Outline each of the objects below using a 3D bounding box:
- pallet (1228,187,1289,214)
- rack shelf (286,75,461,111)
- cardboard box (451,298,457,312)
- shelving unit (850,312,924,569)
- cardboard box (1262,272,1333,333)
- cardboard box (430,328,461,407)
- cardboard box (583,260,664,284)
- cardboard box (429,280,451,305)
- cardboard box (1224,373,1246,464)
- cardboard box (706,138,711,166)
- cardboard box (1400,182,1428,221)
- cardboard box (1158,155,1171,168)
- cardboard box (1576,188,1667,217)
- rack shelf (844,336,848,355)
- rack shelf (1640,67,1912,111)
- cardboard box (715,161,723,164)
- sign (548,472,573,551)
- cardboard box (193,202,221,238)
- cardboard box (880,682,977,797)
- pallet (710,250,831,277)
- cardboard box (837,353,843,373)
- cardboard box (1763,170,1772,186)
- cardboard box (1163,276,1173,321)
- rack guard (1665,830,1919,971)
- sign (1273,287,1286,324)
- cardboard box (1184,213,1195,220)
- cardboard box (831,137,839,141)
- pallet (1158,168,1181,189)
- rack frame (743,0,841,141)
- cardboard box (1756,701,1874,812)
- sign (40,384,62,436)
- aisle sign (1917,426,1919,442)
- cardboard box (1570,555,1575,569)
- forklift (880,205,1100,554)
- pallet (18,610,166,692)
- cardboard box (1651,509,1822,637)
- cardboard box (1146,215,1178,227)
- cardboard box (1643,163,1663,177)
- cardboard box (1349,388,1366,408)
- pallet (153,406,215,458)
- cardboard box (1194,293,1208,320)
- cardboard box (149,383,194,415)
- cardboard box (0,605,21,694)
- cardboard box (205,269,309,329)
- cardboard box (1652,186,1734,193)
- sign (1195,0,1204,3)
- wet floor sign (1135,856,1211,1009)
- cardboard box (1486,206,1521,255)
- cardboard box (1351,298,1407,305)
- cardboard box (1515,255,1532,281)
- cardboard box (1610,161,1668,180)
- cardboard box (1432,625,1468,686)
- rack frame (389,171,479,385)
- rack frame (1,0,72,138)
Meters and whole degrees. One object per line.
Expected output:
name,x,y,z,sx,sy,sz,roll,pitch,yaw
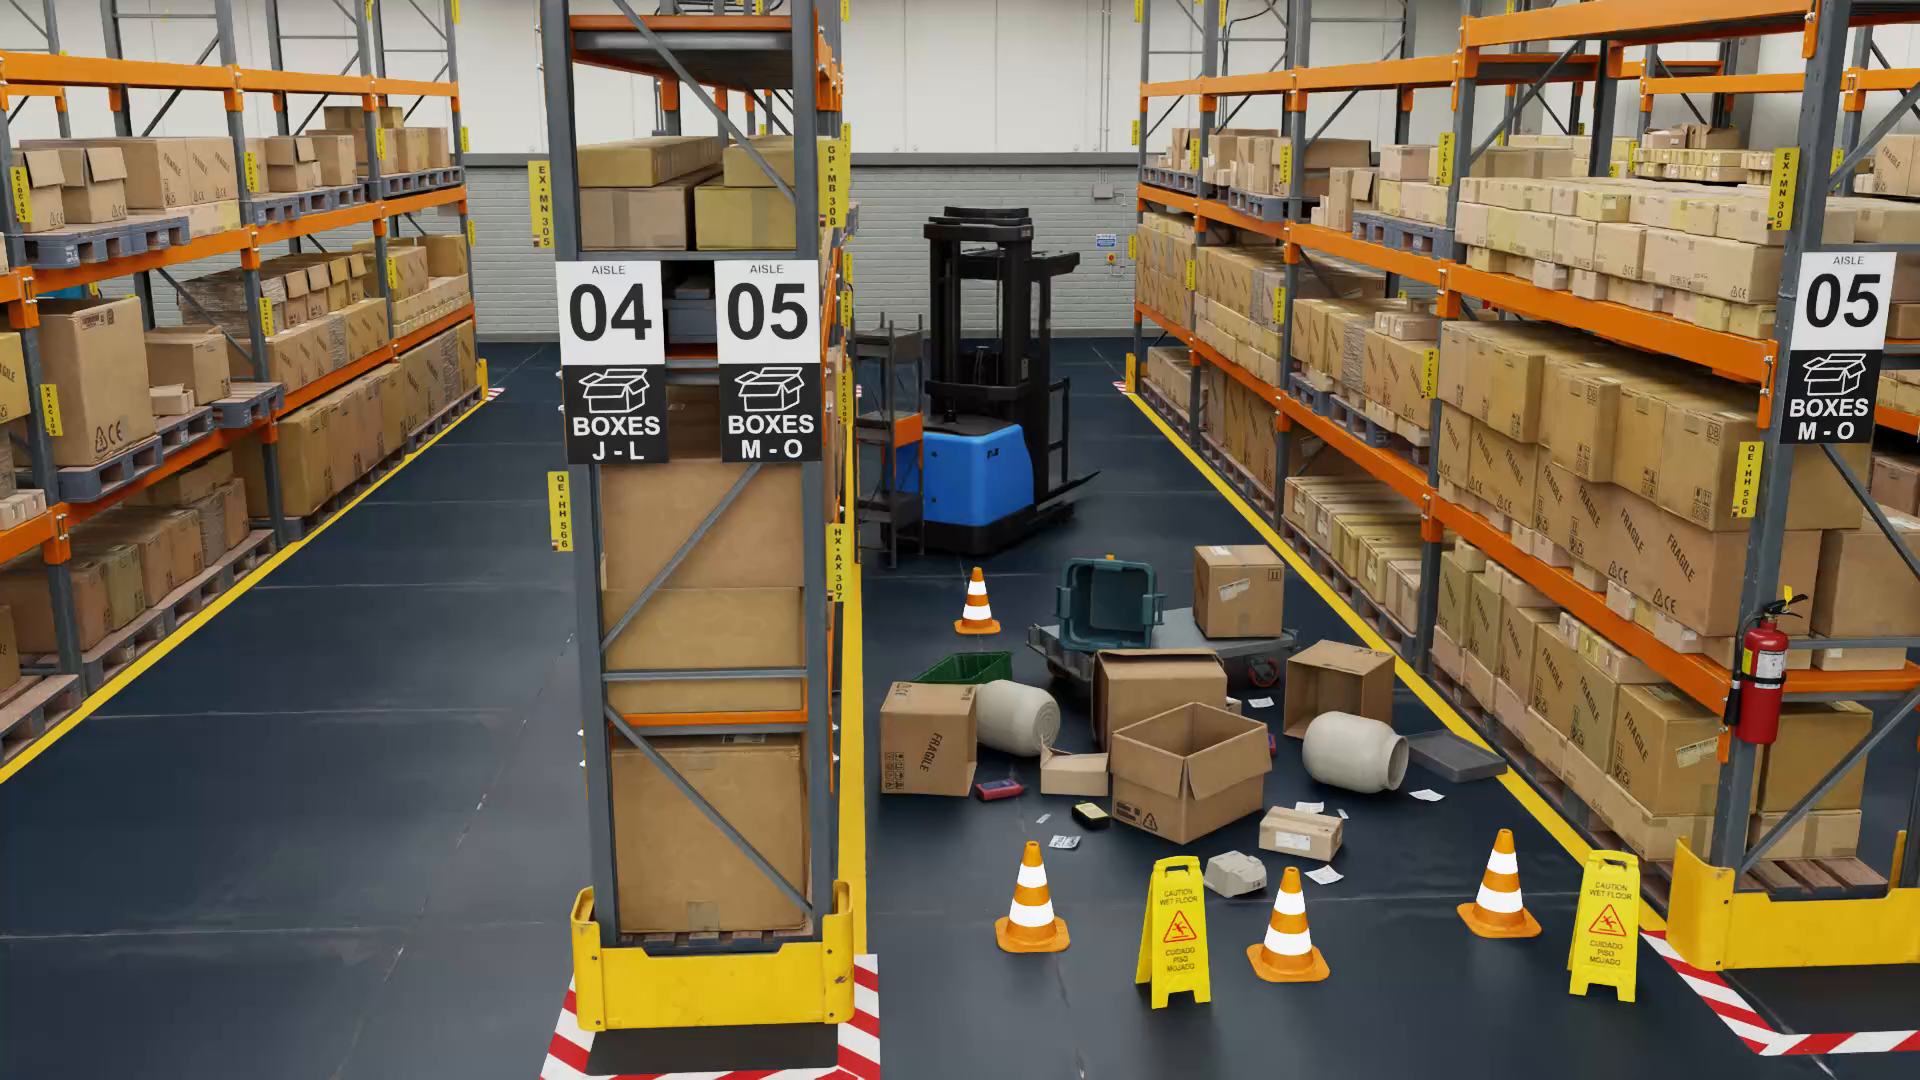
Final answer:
pallet,3.228,-3.333,16.318,1.003,0.211,1.213,0,14,-1
rack shelf,-6.870,-5.236,19.566,1.077,0.370,4.000,-1,14,-3
cardboard box,-6.596,-2.976,21.077,0.380,0.149,0.250,-1,14,-2
shelving unit,-0.610,-0.848,14.109,0.431,2.100,0.503,7,16,27
cardboard box,3.100,-2.191,15.316,0.500,0.500,0.500,-1,14,-5
cardboard box,-6.818,-2.161,20.826,0.875,0.875,0.875,-1,14,-3
cardboard box,-1.404,-1.103,6.735,0.380,0.149,0.250,-1,14,-4
cardboard box,-6.636,-3.073,20.654,0.500,0.250,0.500,-1,14,-5
cardboard box,3.327,-1.326,17.580,0.875,0.875,0.875,0,14,-2
cardboard box,-1.562,-2.121,9.092,0.380,0.149,0.250,-1,14,-4
cardboard box,3.434,-2.392,11.740,0.500,0.250,0.500,-1,14,-3
cardboard box,2.735,-4.832,21.229,0.380,0.149,0.250,0,14,-1
cardboard box,3.513,-1.788,8.839,0.380,0.149,0.250,-1,14,-2
rack shelf,-1.913,-2.576,20.463,1.077,0.370,4.000,-1,14,-3
rack shelf,8.223,-4.472,16.595,1.077,0.370,4.000,-1,14,-3
cardboard box,-1.542,-2.088,9.761,0.500,0.250,0.500,-1,14,-3
sign,-1.588,-0.113,6.648,0.100,0.325,0.005,-1,14,-3
cardboard box,-6.179,-2.523,13.095,0.500,0.250,0.500,-1,14,-4
cardboard box,-0.173,1.142,9.580,0.500,0.500,0.500,2,15,6
pallet,-1.253,-1.644,9.553,1.003,0.211,1.213,-1,14,-3
cardboard box,-1.216,-1.249,13.660,0.500,0.500,0.500,-1,14,-3
cardboard box,8.073,-3.524,16.182,0.380,0.149,0.250,-1,14,-3
cardboard box,2.778,-2.941,20.238,0.500,0.500,0.500,-1,14,-4
rack guard,3.884,1.647,7.621,1.175,0.500,0.348,-1,14,-3
sign,2.839,-2.085,14.788,0.100,0.325,0.005,-1,14,-3
cardboard box,3.159,-4.221,21.905,0.380,0.149,0.250,-1,14,-2
cardboard box,-1.154,-2.757,12.459,0.500,0.500,0.500,-1,14,-3
pallet,3.032,-4.445,20.440,1.003,0.211,1.213,-1,14,-3
rack frame,-1.789,-5.333,17.693,1.000,3.000,0.127,-1,14,-3
cardboard box,4.113,1.010,8.252,0.500,0.500,0.500,-1,14,-5
sign,-5.709,-0.816,10.440,0.100,0.325,0.005,-1,14,-3
aisle sign,4.202,-0.793,6.871,0.394,0.787,0.004,-1,14,-3
cardboard box,3.577,0.107,9.094,0.380,0.149,0.250,-1,14,-3
forklift,0.425,-1.616,15.426,1.130,2.935,3.031,7,16,27
pallet,-6.300,0.771,11.608,1.003,0.211,1.213,-1,14,-3
cardboard box,3.580,0.132,7.694,0.500,0.500,0.500,-1,14,-4
cardboard box,2.632,-4.147,21.617,0.380,0.149,0.250,0,14,-2
cardboard box,7.702,-4.044,18.164,0.380,0.149,0.250,-1,14,-3
cardboard box,3.279,-1.129,13.057,0.380,0.149,0.250,0,14,-2
pallet,-6.334,-0.796,12.487,1.003,0.211,1.213,-1,14,-3
cardboard box,2.891,-2.584,18.349,0.500,0.250,0.500,-1,14,-5
cardboard box,-6.125,-1.109,12.743,0.396,0.266,0.258,-1,14,-5
cardboard box,-6.265,0.721,10.378,0.500,0.500,0.500,-1,14,-5
cardboard box,-6.565,-2.259,15.574,0.797,0.503,0.637,-1,14,-2
cardboard box,4.026,-1.859,9.117,0.380,0.149,0.250,-1,14,-3
sign,2.590,-5.961,17.942,0.100,0.325,0.005,-1,14,-3
wet floor sign,0.932,1.674,7.225,0.267,0.644,0.232,-3,15,-13
cardboard box,3.436,-1.822,9.770,0.500,0.250,0.500,-1,14,-4
cardboard box,3.699,-1.821,14.444,0.500,0.500,0.500,-1,14,-5
cardboard box,3.477,-1.600,9.710,0.380,0.149,0.250,0,14,-2
cardboard box,7.819,-4.247,19.196,0.500,0.250,0.500,-1,14,-3
cardboard box,3.408,0.740,10.806,0.500,0.250,0.500,-2,15,-6
rack frame,-6.994,-3.371,22.107,1.000,3.000,0.127,-1,14,-3
rack frame,-11.937,-6.200,21.062,1.000,3.000,0.127,-1,14,-3
